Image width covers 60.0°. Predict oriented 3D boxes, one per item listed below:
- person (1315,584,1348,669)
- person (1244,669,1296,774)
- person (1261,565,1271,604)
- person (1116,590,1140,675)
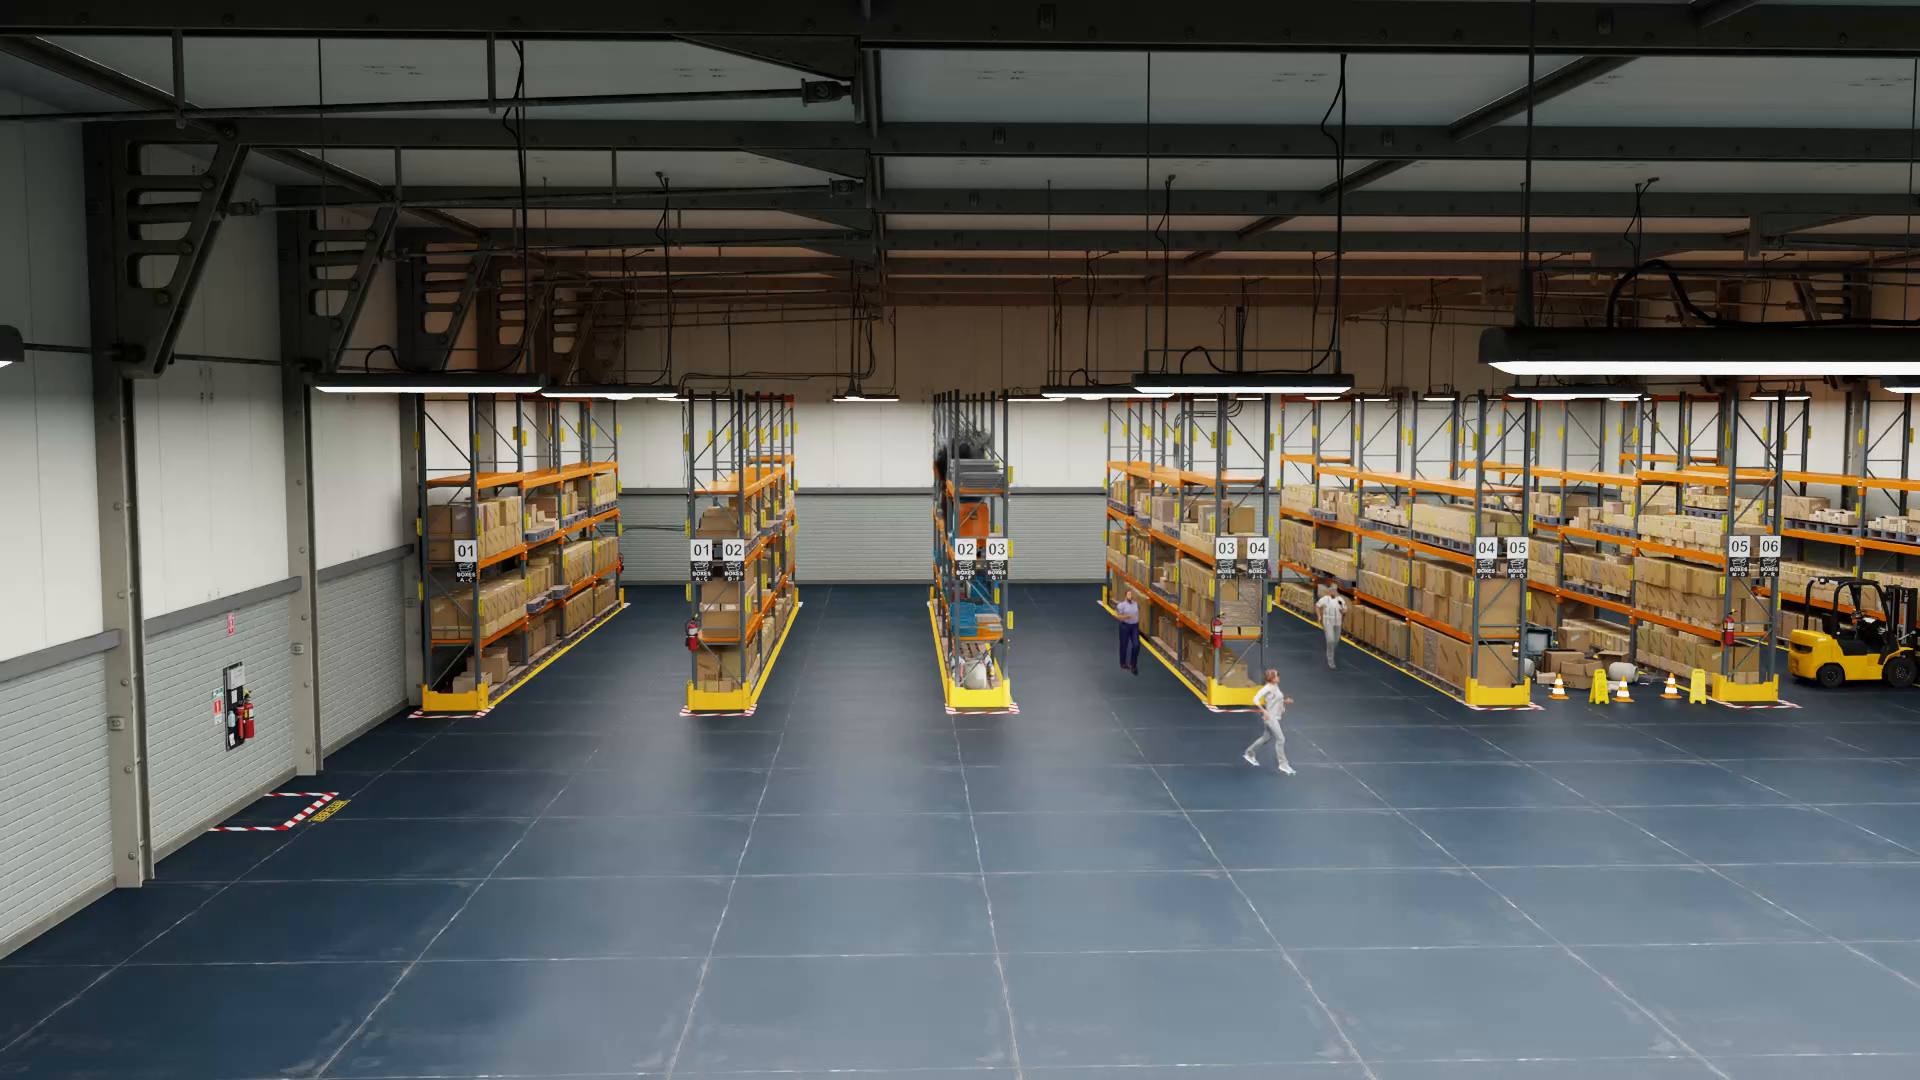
[{"bbox_3d":[8.148,1.866,36.395,0.640,1.839,0.819,-1,5,-11],"label":"person"},{"bbox_3d":[4.818,2.799,25.819,0.843,1.611,0.504,2,5,22],"label":"person"},{"bbox_3d":[8.065,1.230,45.005,0.693,1.689,0.780,-1,5,-12],"label":"person"},{"bbox_3d":[3.472,1.885,33.916,0.586,1.747,0.650,-1,5,-15],"label":"person"}]
